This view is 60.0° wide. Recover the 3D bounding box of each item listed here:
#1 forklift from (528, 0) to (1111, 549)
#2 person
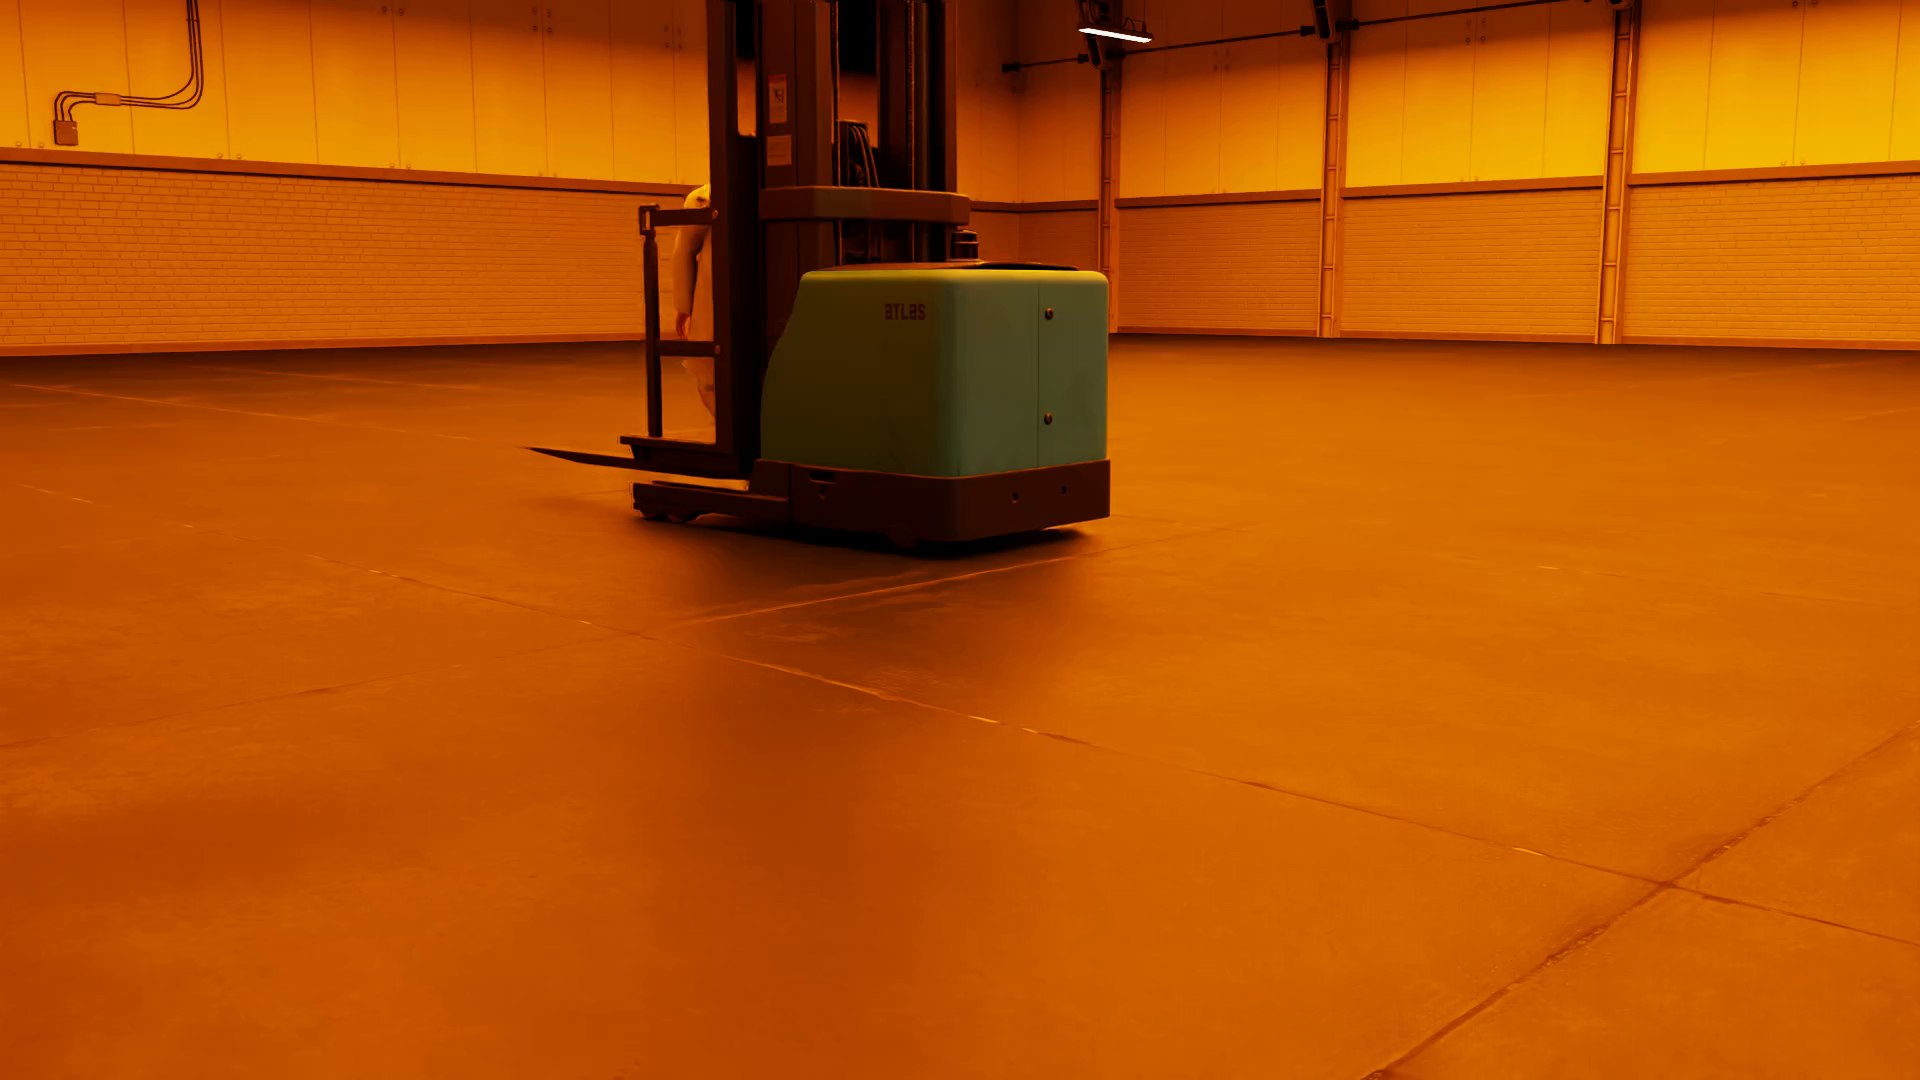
[{"bbox_3d":[-0.808,-1.573,7.323,3.031,2.935,1.130,8,12,42],"label":"forklift"},{"bbox_3d":[-0.885,-1.058,7.521,0.811,1.534,0.735,-1,9,-9],"label":"person"}]
